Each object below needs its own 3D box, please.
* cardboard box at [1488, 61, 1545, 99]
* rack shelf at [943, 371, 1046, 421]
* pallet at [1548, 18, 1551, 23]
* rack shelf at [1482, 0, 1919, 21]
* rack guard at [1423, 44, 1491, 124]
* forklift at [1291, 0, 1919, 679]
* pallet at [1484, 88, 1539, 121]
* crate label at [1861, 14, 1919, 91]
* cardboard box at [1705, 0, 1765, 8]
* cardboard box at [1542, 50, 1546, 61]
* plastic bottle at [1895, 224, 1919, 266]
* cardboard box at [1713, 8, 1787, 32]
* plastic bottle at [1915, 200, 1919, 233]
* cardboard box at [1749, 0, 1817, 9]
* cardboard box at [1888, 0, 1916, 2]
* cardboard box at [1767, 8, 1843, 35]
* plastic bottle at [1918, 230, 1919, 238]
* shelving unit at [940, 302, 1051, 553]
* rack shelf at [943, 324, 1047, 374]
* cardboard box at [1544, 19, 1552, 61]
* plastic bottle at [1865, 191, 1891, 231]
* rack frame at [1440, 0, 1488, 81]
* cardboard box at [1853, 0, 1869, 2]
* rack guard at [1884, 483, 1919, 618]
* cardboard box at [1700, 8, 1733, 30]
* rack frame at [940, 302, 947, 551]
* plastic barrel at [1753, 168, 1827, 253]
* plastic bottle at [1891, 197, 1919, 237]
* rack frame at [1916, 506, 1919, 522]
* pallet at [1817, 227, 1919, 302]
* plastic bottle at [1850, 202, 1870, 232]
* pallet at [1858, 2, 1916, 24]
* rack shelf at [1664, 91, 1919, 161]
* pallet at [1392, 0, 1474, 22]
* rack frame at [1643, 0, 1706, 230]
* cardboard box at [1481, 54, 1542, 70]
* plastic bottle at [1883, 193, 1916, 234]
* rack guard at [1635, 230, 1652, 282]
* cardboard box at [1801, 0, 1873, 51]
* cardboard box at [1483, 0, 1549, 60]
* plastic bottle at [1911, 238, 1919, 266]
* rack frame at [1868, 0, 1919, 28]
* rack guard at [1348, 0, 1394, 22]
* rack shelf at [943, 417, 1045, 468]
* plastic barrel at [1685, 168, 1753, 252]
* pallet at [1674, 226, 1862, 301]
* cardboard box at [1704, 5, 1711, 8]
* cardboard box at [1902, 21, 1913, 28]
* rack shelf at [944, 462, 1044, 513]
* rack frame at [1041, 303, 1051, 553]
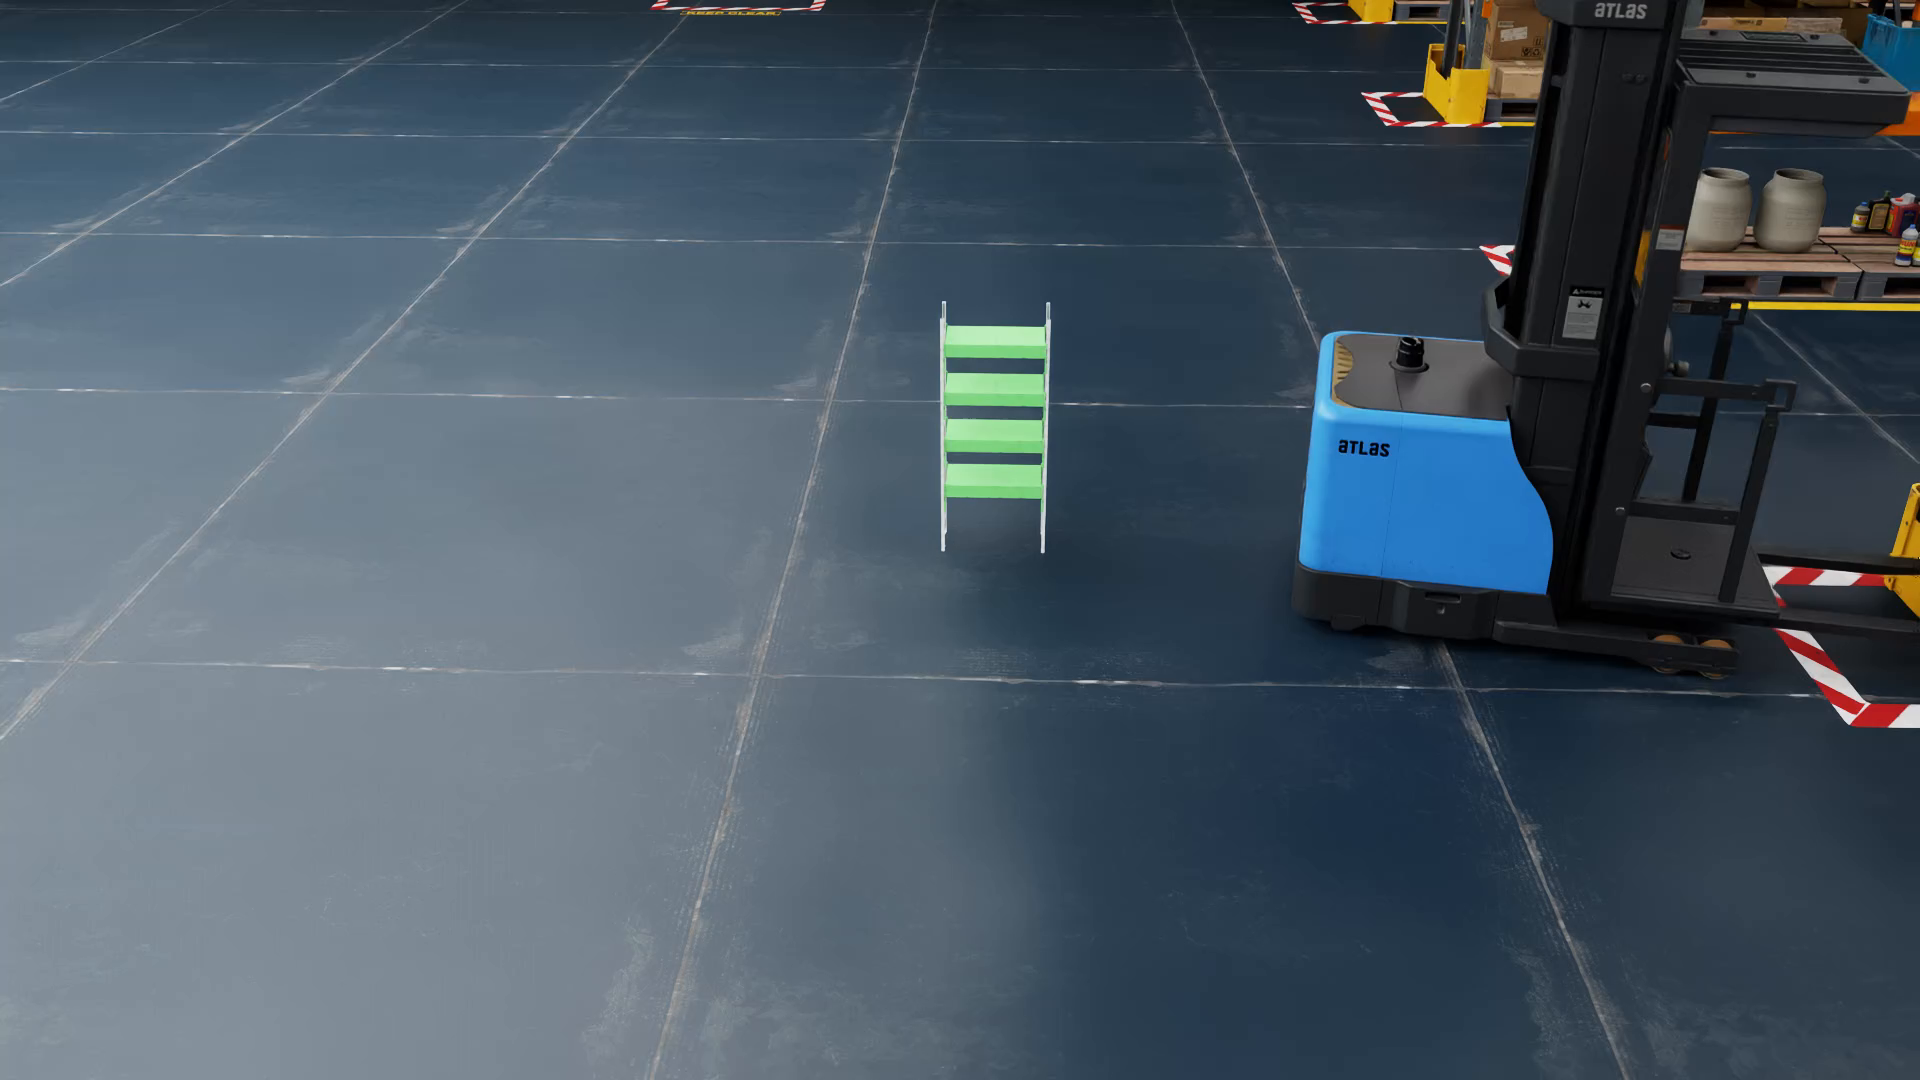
[{"bbox_3d":[5.329,-4.366,15.772,0.500,0.250,0.500,1,28,2],"label":"cardboard box"},{"bbox_3d":[0.165,-0.683,7.881,0.480,0.148,0.258,1,28,2],"label":"rack shelf"},{"bbox_3d":[7.074,-6.543,20.367,1.213,0.211,1.003,1,28,2],"label":"pallet"},{"bbox_3d":[6.799,-5.158,15.545,4.000,0.370,1.077,1,28,2],"label":"rack shelf"},{"bbox_3d":[4.777,-4.405,16.025,0.348,0.500,1.175,1,28,2],"label":"rack guard"},{"bbox_3d":[3.071,-0.973,6.955,3.031,2.935,1.130,6,29,11],"label":"forklift"},{"bbox_3d":[5.566,-4.284,16.105,1.213,0.211,1.003,1,28,2],"label":"pallet"},{"bbox_3d":[6.471,-3.302,11.239,0.616,0.435,0.502,1,28,2],"label":"crate label"},{"bbox_3d":[7.346,-4.915,16.006,0.500,0.500,0.500,1,28,2],"label":"cardboard box"},{"bbox_3d":[5.847,-4.606,16.224,0.500,0.250,0.500,1,28,2],"label":"cardboard box"},{"bbox_3d":[6.423,-2.003,11.270,0.097,0.271,0.097,0,28,0],"label":"plastic bottle"},{"bbox_3d":[7.328,-4.670,15.544,0.500,0.500,0.500,1,28,2],"label":"cardboard box"},{"bbox_3d":[6.862,-2.337,11.894,0.135,0.276,0.152,0,28,0],"label":"plastic bottle"},{"bbox_3d":[7.846,-4.903,15.984,0.500,0.500,0.500,1,28,2],"label":"cardboard box"},{"bbox_3d":[11.237,-6.831,20.132,0.500,0.500,0.700,1,28,2],"label":"cardboard box"},{"bbox_3d":[7.828,-4.664,15.532,0.500,0.500,0.500,1,28,2],"label":"cardboard box"},{"bbox_3d":[6.877,-2.245,11.800,0.097,0.201,0.097,0,28,0],"label":"plastic bottle"},{"bbox_3d":[0.165,-0.527,7.964,0.503,1.200,0.258,1,28,2],"label":"shelving unit"},{"bbox_3d":[0.165,-0.895,7.769,0.480,0.148,0.258,1,28,2],"label":"rack shelf"},{"bbox_3d":[5.828,-4.690,15.582,0.500,0.500,0.500,1,28,2],"label":"cardboard box"},{"bbox_3d":[6.590,-2.366,11.941,0.133,0.283,0.061,2,28,3],"label":"plastic bottle"},{"bbox_3d":[4.801,-5.509,15.439,0.127,3.000,1.000,1,28,2],"label":"rack frame"},{"bbox_3d":[10.732,-6.834,20.139,0.500,0.500,0.700,1,28,2],"label":"cardboard box"},{"bbox_3d":[4.523,0.234,7.275,0.348,0.500,1.175,1,28,2],"label":"rack guard"},{"bbox_3d":[6.828,-4.672,15.547,0.500,0.500,0.500,1,28,2],"label":"cardboard box"},{"bbox_3d":[-0.078,-0.531,7.971,0.015,1.200,0.240,1,28,2],"label":"rack frame"},{"bbox_3d":[5.783,-2.293,11.581,0.421,0.512,0.421,0,28,0],"label":"plastic barrel"},{"bbox_3d":[6.721,-2.292,11.802,0.133,0.283,0.061,1,28,2],"label":"plastic bottle"},{"bbox_3d":[4.447,-0.872,6.692,0.127,3.000,1.000,1,28,2],"label":"rack frame"},{"bbox_3d":[6.727,-1.942,11.687,1.213,0.211,1.003,1,28,2],"label":"pallet"},{"bbox_3d":[6.473,-2.323,11.948,0.097,0.201,0.097,0,28,0],"label":"plastic bottle"},{"bbox_3d":[10.970,-6.498,20.283,1.213,0.211,1.003,1,28,2],"label":"pallet"},{"bbox_3d":[6.621,-2.839,11.172,4.000,0.370,1.077,1,28,2],"label":"rack shelf"},{"bbox_3d":[5.858,-6.564,20.407,1.213,0.211,1.003,1,28,2],"label":"pallet"},{"bbox_3d":[4.622,-3.190,11.065,0.127,3.000,1.000,1,28,2],"label":"rack frame"},{"bbox_3d":[5.347,-4.609,16.229,0.500,0.250,0.500,1,28,2],"label":"cardboard box"},{"bbox_3d":[6.724,-2.339,11.898,0.135,0.276,0.152,1,28,2],"label":"plastic bottle"},{"bbox_3d":[4.700,-2.107,11.690,0.348,0.500,1.175,1,28,2],"label":"rack guard"},{"bbox_3d":[8.346,-4.899,15.975,0.500,0.500,0.500,1,28,2],"label":"cardboard box"},{"bbox_3d":[5.347,-4.941,16.055,0.500,0.500,0.500,1,28,2],"label":"cardboard box"},{"bbox_3d":[6.526,-1.971,11.283,0.097,0.201,0.097,0,28,0],"label":"plastic bottle"},{"bbox_3d":[8.798,-5.443,15.314,0.127,3.000,1.000,1,28,2],"label":"rack frame"},{"bbox_3d":[5.048,-6.722,20.396,0.348,0.500,1.175,1,28,2],"label":"rack guard"},{"bbox_3d":[0.165,-0.471,7.994,0.480,0.148,0.258,1,28,2],"label":"rack shelf"},{"bbox_3d":[5.282,-2.301,11.597,0.421,0.512,0.421,0,28,0],"label":"plastic barrel"},{"bbox_3d":[5.511,-1.963,11.728,1.213,0.211,1.003,1,28,2],"label":"pallet"},{"bbox_3d":[6.847,-4.923,16.020,0.500,0.500,0.500,1,28,2],"label":"cardboard box"},{"bbox_3d":[9.213,-4.788,15.969,0.500,0.311,0.500,1,28,2],"label":"cardboard box"},{"bbox_3d":[0.165,-0.259,8.106,0.480,0.148,0.258,1,28,2],"label":"rack shelf"},{"bbox_3d":[0.409,-0.523,7.956,0.015,1.200,0.240,1,28,2],"label":"rack frame"}]
